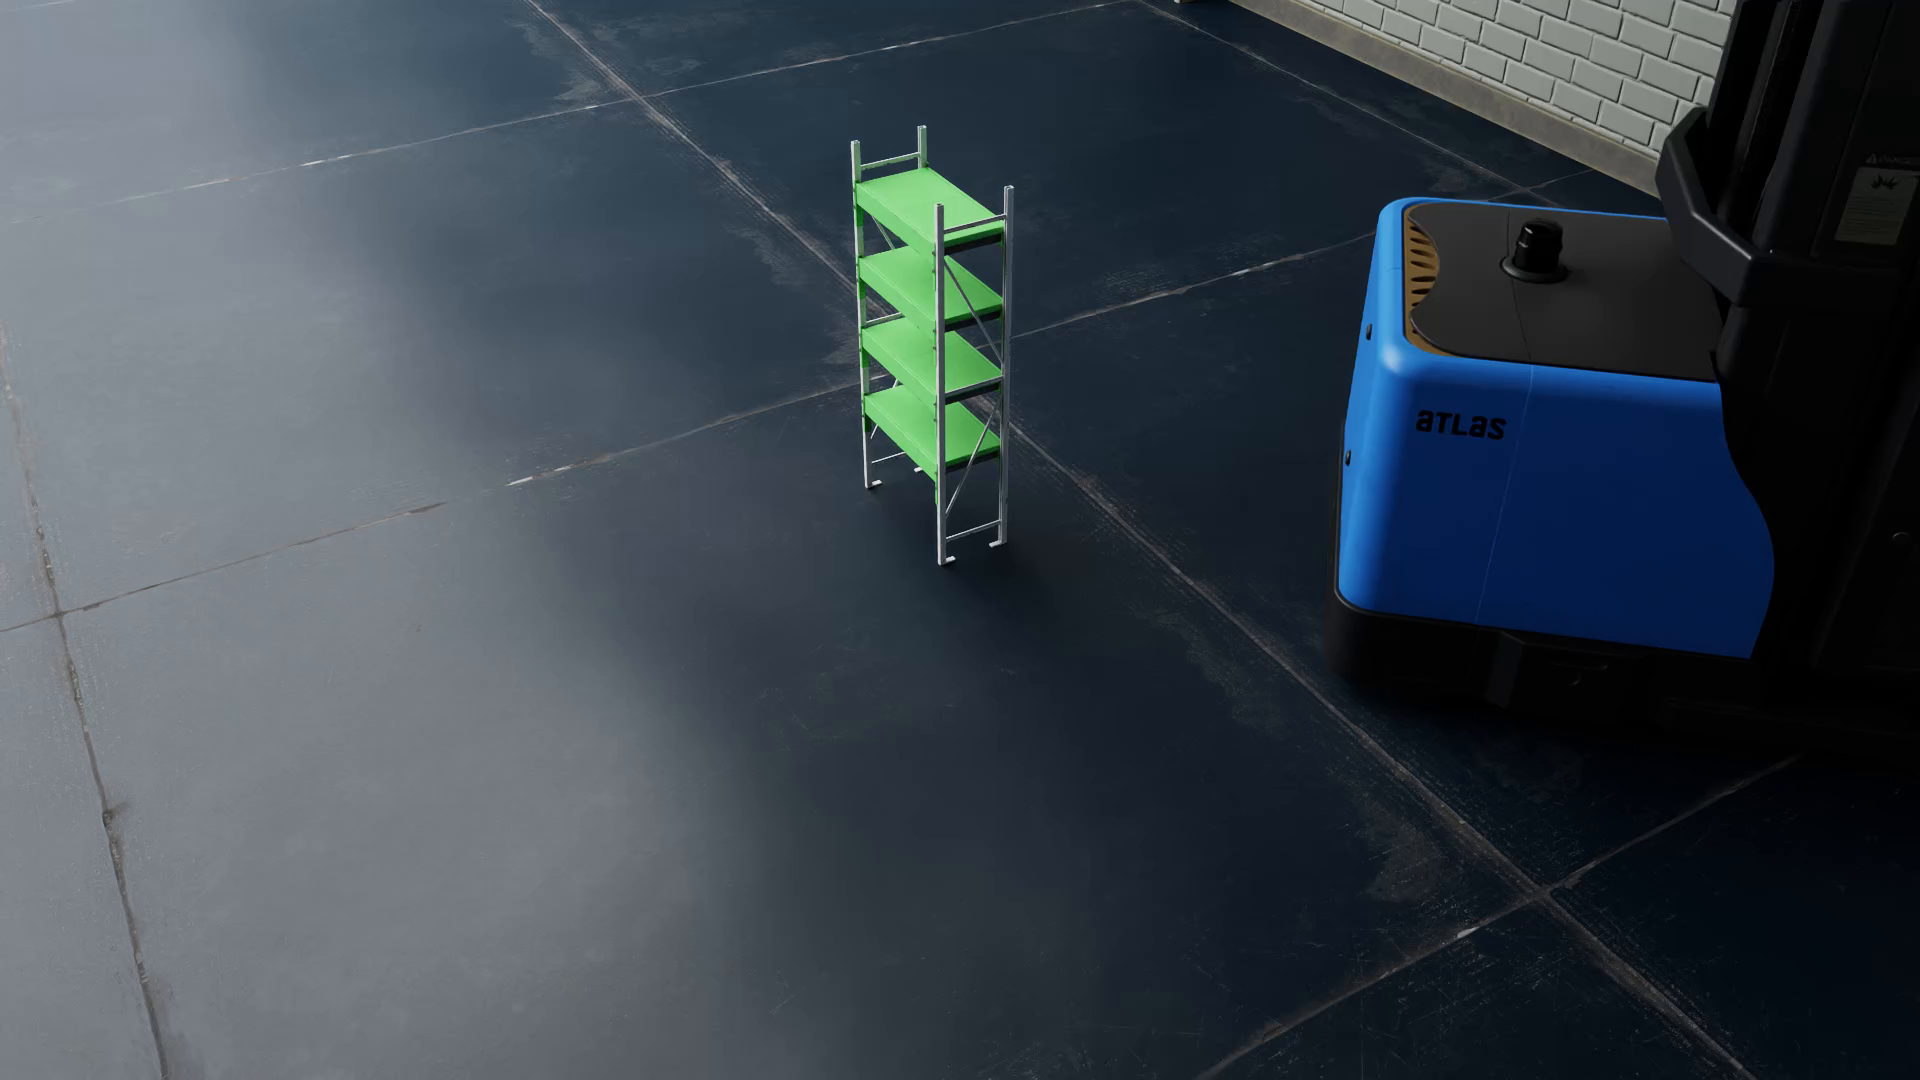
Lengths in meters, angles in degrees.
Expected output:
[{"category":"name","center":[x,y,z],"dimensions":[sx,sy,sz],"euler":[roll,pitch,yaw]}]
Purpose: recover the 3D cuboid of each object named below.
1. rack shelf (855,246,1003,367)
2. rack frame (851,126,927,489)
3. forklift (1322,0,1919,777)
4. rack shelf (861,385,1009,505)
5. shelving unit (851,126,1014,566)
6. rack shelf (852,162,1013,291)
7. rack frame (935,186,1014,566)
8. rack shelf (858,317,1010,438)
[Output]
[{"category":"rack shelf","center":[-0.083,-0.711,4.908],"dimensions":[0.258,0.148,0.480],"euler":[-19,40,-24]},{"category":"rack frame","center":[-0.206,-0.693,5.182],"dimensions":[0.240,1.200,0.015],"euler":[-19,40,-24]},{"category":"forklift","center":[2.591,-0.864,3.948],"dimensions":[3.031,2.935,1.130],"euler":[7,37,10]},{"category":"rack shelf","center":[-0.083,-0.324,5.191],"dimensions":[0.258,0.148,0.480],"euler":[-19,40,-24]},{"category":"shelving unit","center":[-0.083,-0.569,5.012],"dimensions":[0.258,1.200,0.503],"euler":[-19,40,-24]},{"category":"rack shelf","center":[-0.083,-0.905,4.766],"dimensions":[0.258,0.148,0.480],"euler":[-19,40,-24]},{"category":"rack frame","center":[0.039,-0.445,4.841],"dimensions":[0.240,1.200,0.015],"euler":[-19,40,-24]},{"category":"rack shelf","center":[-0.083,-0.517,5.049],"dimensions":[0.258,0.148,0.480],"euler":[-19,40,-24]}]
